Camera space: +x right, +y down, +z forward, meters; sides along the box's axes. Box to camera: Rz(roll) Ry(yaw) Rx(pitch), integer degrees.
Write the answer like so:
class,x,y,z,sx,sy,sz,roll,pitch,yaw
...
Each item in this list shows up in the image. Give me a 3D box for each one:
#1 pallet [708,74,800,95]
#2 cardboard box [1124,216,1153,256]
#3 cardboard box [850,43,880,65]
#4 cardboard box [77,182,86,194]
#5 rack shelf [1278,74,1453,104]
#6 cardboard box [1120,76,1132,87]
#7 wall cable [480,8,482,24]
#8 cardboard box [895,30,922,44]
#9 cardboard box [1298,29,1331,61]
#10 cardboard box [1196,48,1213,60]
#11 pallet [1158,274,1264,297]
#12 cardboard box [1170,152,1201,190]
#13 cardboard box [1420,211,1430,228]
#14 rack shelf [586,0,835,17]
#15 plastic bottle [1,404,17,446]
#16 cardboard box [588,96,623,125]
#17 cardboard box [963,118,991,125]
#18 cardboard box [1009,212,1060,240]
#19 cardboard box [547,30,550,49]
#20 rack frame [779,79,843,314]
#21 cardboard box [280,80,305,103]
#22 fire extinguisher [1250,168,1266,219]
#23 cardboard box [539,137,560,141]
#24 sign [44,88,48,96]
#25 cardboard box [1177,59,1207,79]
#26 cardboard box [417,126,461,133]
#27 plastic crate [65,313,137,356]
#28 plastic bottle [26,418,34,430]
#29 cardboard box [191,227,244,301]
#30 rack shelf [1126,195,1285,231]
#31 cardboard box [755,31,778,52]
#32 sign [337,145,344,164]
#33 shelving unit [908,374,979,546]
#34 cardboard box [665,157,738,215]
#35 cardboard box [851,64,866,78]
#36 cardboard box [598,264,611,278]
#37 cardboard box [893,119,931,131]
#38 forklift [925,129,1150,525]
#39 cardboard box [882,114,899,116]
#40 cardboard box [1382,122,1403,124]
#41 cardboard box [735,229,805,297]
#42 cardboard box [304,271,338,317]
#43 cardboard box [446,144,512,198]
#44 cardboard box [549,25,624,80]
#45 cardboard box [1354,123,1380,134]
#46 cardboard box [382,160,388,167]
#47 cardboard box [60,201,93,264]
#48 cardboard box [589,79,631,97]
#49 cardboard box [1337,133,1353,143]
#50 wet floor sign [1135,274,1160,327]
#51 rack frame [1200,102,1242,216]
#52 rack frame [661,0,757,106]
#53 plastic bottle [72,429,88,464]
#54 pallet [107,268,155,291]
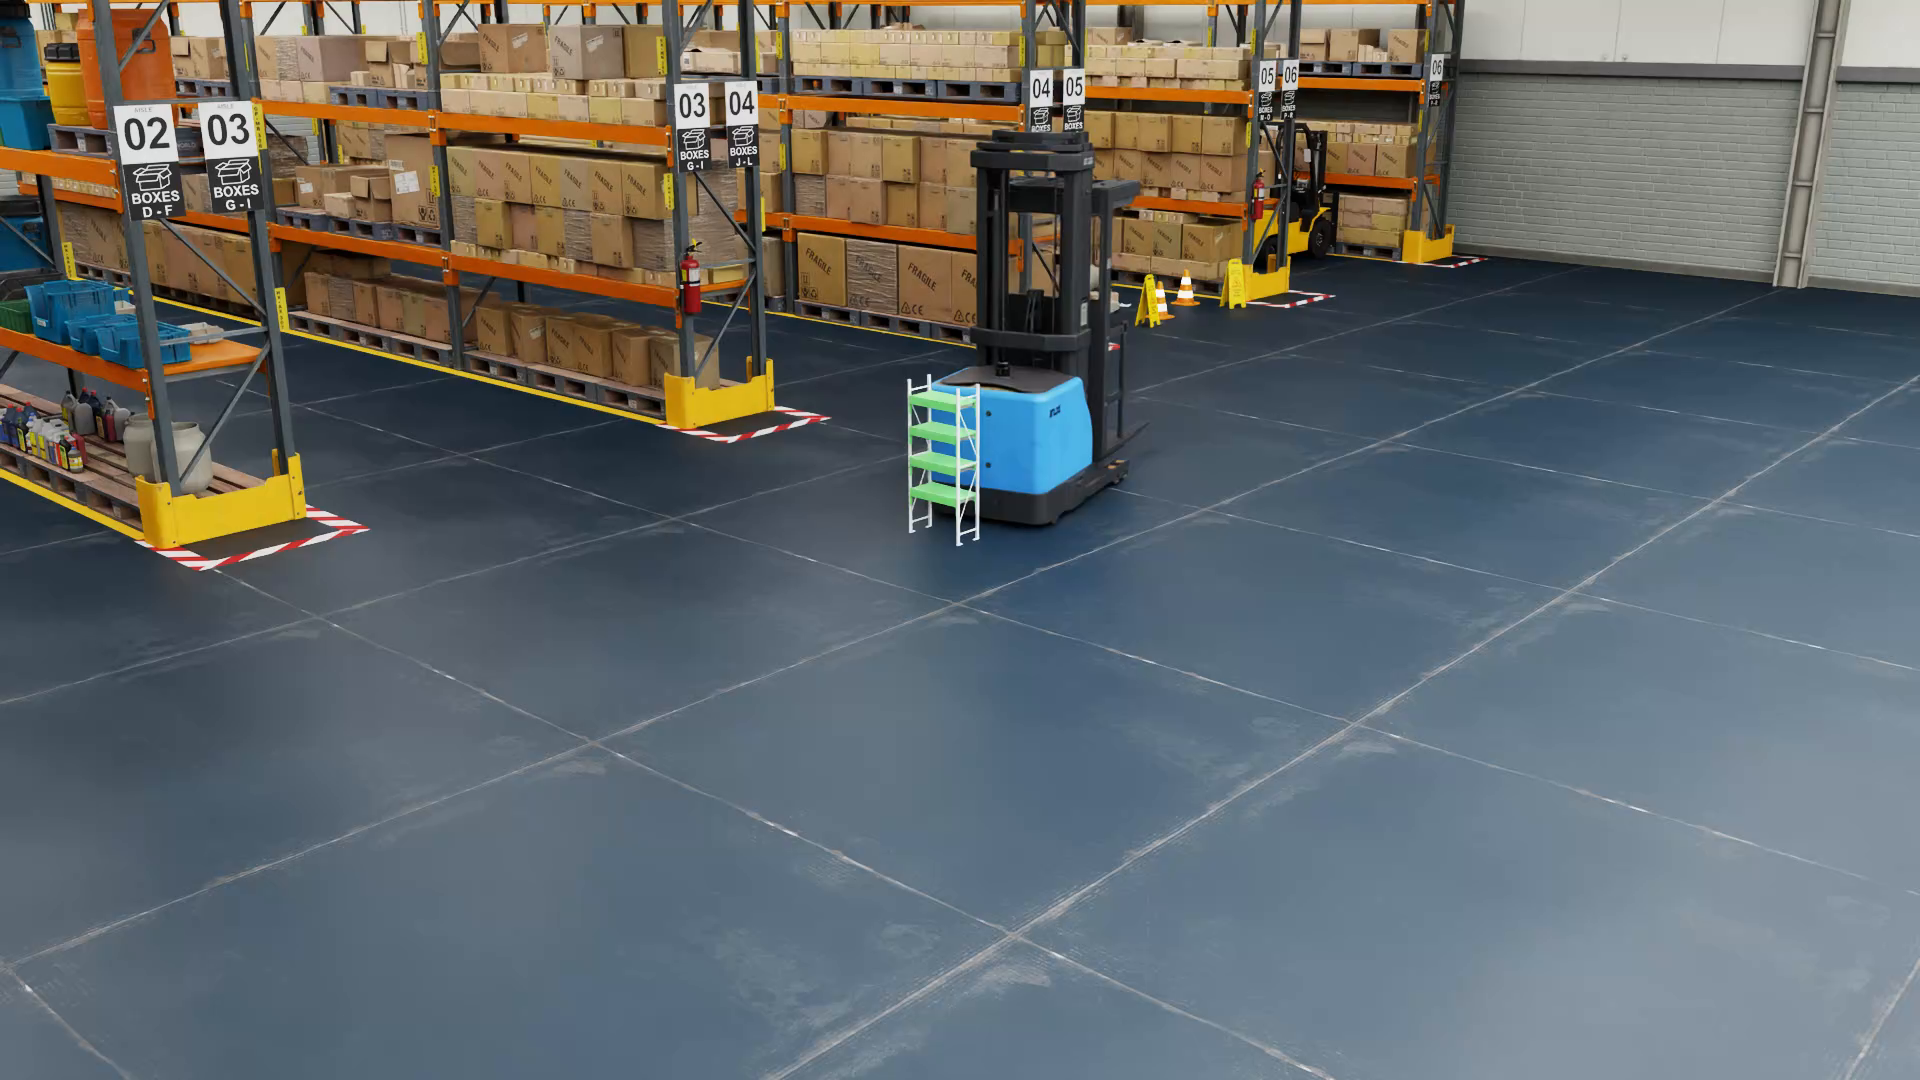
class,x,y,z,sx,sy,sz,roll,pitch,yaw
pallet,-2.646,-6.054,22.086,1.217,0.209,0.805,14,22,37
cardboard box,2.737,-4.435,24.240,0.500,0.500,0.500,14,23,38
cardboard box,-0.992,-5.927,20.266,0.500,0.250,0.500,15,23,39
cardboard box,-12.686,-5.172,24.366,0.250,0.149,0.380,15,23,38
rack shelf,6.070,-7.492,27.490,4.000,0.370,1.077,15,23,39
cardboard box,2.508,-6.564,23.793,0.250,0.149,0.380,15,23,40
wall cable,-9.756,-12.840,38.132,0.133,3.039,2.988,15,23,39
cardboard box,-0.554,-5.974,19.757,0.250,0.149,0.380,15,23,40
cardboard box,5.961,-8.118,27.244,0.637,0.503,0.797,16,24,41
cardboard box,3.455,-6.678,22.834,0.250,0.149,0.380,15,23,39
pallet,3.633,-3.737,24.037,1.213,0.211,1.003,15,23,39
cardboard box,3.314,-5.217,23.435,0.500,0.500,0.500,15,23,39
cardboard box,7.352,-5.273,27.292,0.500,0.250,0.500,16,23,40
rack shelf,-3.424,-7.270,22.493,4.000,0.370,1.077,15,23,39
plastic bottle,-8.255,-1.011,14.491,0.185,0.351,0.144,16,24,41
cardboard box,-3.208,-4.135,15.970,0.500,0.250,0.500,15,23,40
cardboard box,0.263,-6.559,25.895,0.250,0.149,0.380,14,22,38
cardboard box,0.757,-3.875,19.615,0.550,0.550,0.875,15,23,39
cardboard box,-5.788,-7.310,24.297,0.258,0.266,0.396,15,23,39
rack frame,-1.928,-4.543,21.966,0.127,3.000,1.000,15,23,39
cardboard box,-7.721,-5.347,19.790,0.500,0.250,0.500,16,23,41
fire extinguisher,4.054,-4.715,22.639,0.183,0.674,0.296,15,23,39
cardboard box,-6.305,-6.161,25.803,0.250,0.149,0.380,15,23,39
sign,-8.210,-3.876,14.893,0.005,0.325,0.100,15,23,39
cardboard box,3.346,-6.526,23.013,0.500,0.250,0.500,15,23,39
cardboard box,-8.442,-6.848,26.921,0.500,0.500,0.500,14,22,37
plastic crate,-6.646,-1.610,12.973,0.408,0.251,0.499,15,23,39
plastic bottle,-7.979,-0.914,14.317,0.097,0.271,0.097,0,18,0
cardboard box,-9.451,-3.755,22.304,0.875,0.875,1.225,15,23,39
rack shelf,2.778,-4.938,24.403,4.000,0.370,1.077,15,23,39
cardboard box,-3.220,-8.452,28.466,0.500,0.500,0.500,15,23,40
sign,-7.934,-4.883,21.255,0.005,0.325,0.100,15,23,39
shelving unit,-0.124,-0.605,12.535,0.503,1.200,0.258,15,23,39
cardboard box,-2.534,-3.476,16.294,0.500,0.500,0.500,15,23,39
cardboard box,-1.119,-5.746,20.357,0.250,0.149,0.380,15,23,38
cardboard box,-3.398,-2.730,16.672,0.250,0.149,0.380,15,23,39
cardboard box,-0.730,-6.525,26.861,0.500,0.500,0.500,16,23,40
forklift,0.806,-1.917,13.805,1.130,2.935,3.031,8,19,24
cardboard box,-1.196,-8.513,33.617,0.500,0.500,0.700,16,23,41
cardboard box,7.077,-6.728,27.122,0.250,0.149,0.380,16,23,40
cardboard box,-2.452,-3.775,22.572,0.750,0.750,1.050,15,23,39
cardboard box,-7.773,-3.132,20.927,0.500,0.500,0.700,14,22,36
cardboard box,-5.128,-3.959,17.817,0.500,0.500,0.500,15,23,39
cardboard box,-3.631,-4.749,16.174,0.500,0.500,0.500,15,23,39
cardboard box,6.603,-6.682,26.978,0.250,0.149,0.380,15,23,40
cardboard box,-9.497,-6.331,28.017,0.250,0.149,0.380,16,23,40
cardboard box,-13.058,-4.744,25.421,0.875,0.875,0.875,15,23,39
cardboard box,-3.316,-4.325,15.910,0.250,0.149,0.380,15,23,40
cardboard box,6.348,-6.572,27.124,0.250,0.149,0.380,14,22,38
wet floor sign,2.400,-3.059,21.185,0.232,0.644,0.267,11,20,30
rack frame,4.574,-6.807,29.100,0.127,3.000,1.000,15,23,39
rack frame,-2.304,-5.497,15.056,0.127,3.000,1.000,15,23,39
plastic bottle,-7.356,-0.782,13.882,0.133,0.283,0.061,15,23,39
pallet,-11.796,-3.888,24.514,1.213,0.211,1.003,15,23,39
